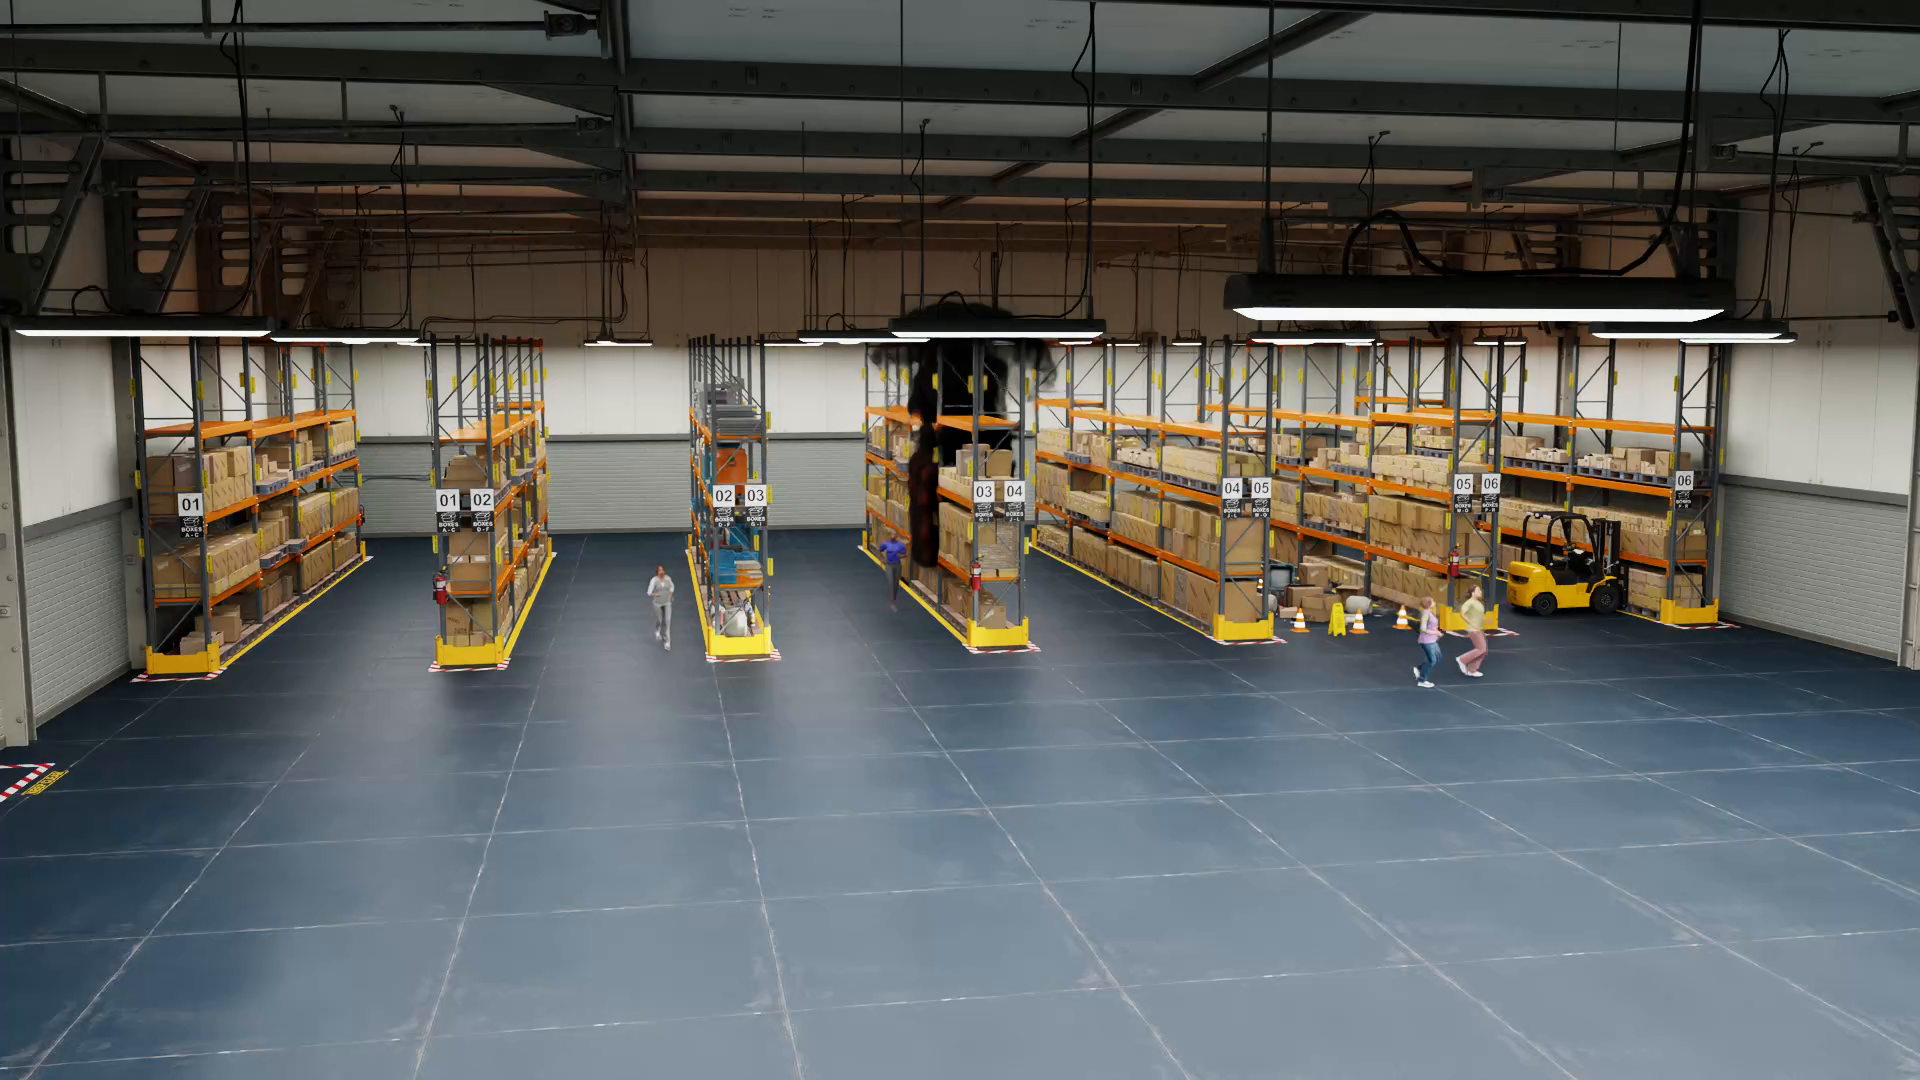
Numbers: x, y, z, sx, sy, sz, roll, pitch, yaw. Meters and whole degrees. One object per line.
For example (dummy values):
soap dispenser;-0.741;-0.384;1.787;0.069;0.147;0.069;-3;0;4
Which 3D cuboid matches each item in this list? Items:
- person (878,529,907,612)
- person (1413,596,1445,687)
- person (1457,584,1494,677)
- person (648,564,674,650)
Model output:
person;-1.389;0.618;34.741;0.570;1.690;0.863;-2;7;-13
person;7.963;1.724;28.198;0.549;1.554;0.529;3;7;27
person;9.020;1.582;29.121;0.556;1.622;0.576;5;8;35
person;-5.742;1.263;31.993;0.538;1.605;0.877;-2;7;-20
